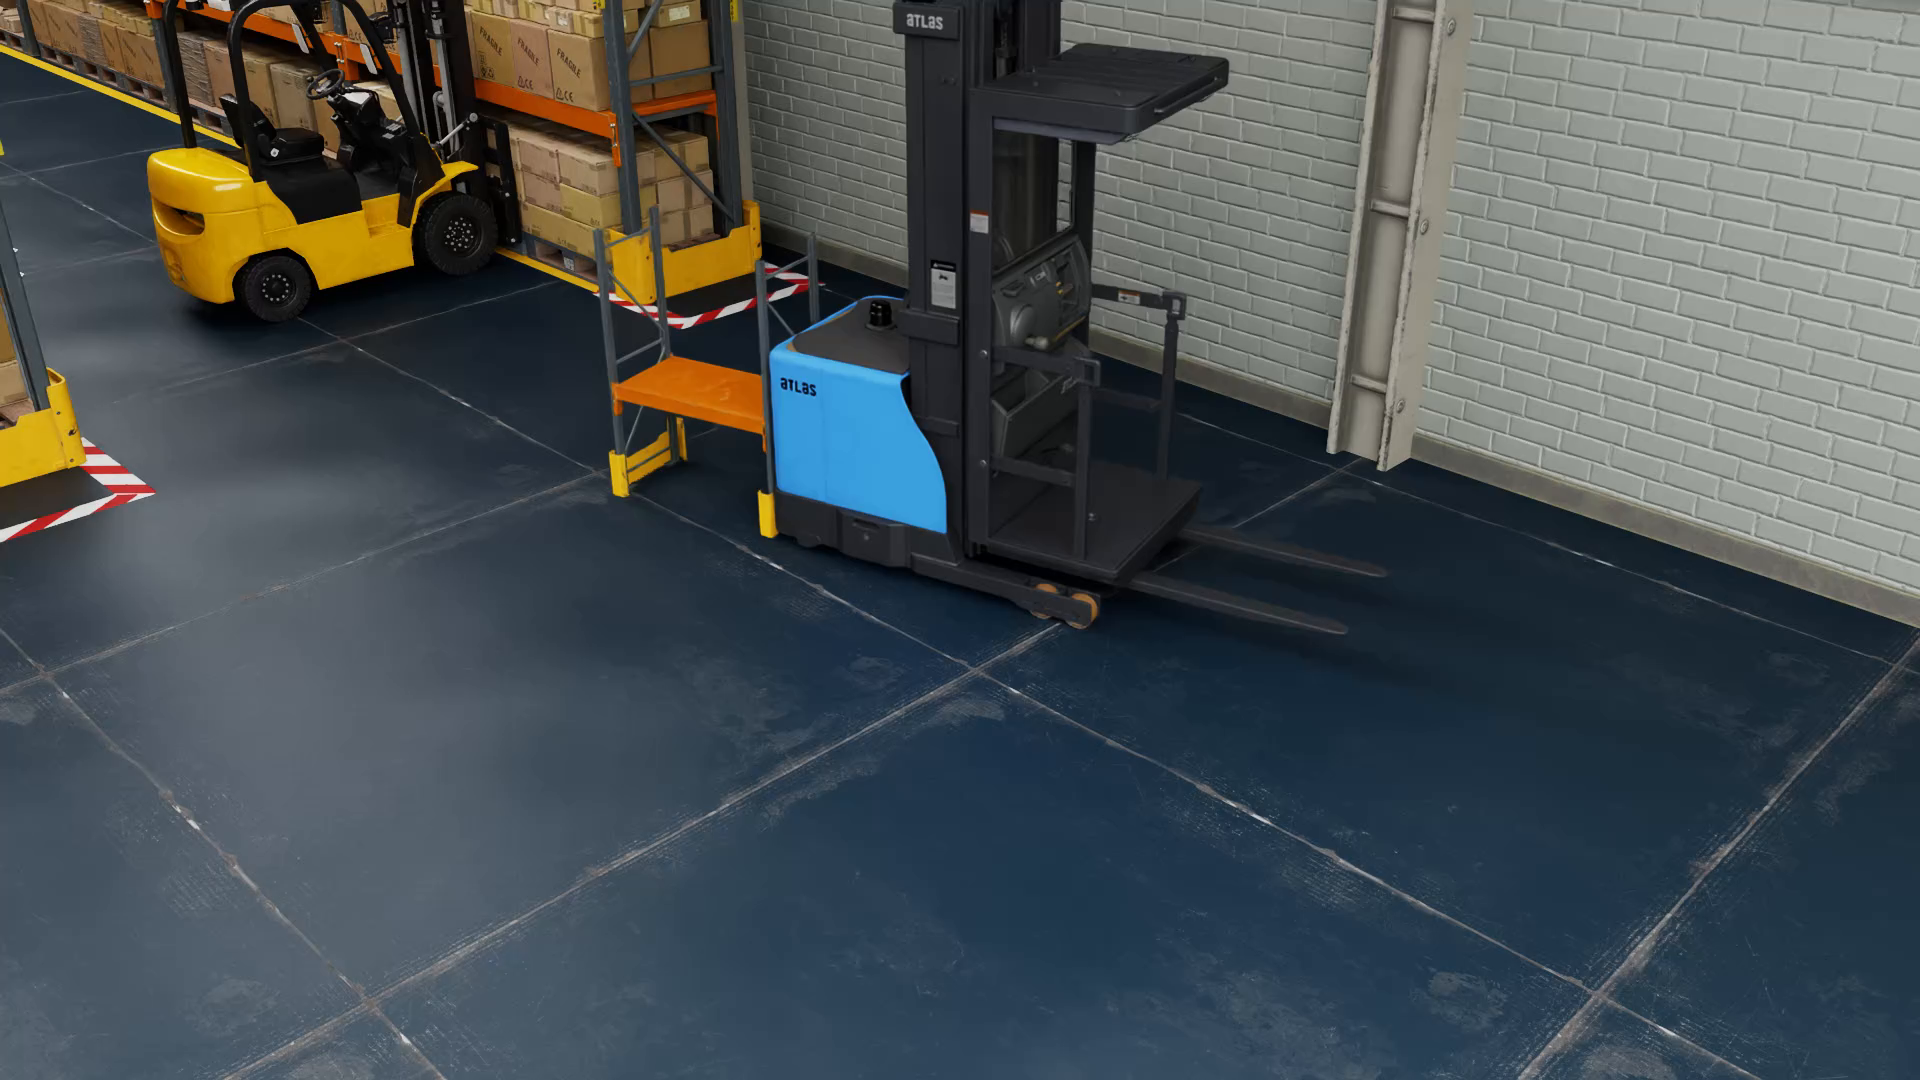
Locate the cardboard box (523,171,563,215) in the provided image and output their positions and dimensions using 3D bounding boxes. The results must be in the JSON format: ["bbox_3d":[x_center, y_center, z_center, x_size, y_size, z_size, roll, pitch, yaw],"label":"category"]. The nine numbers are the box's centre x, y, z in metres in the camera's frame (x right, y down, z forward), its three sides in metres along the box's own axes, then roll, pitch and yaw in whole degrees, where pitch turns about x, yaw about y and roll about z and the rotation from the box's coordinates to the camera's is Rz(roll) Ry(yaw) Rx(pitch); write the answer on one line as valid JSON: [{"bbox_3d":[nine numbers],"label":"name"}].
[{"bbox_3d":[-2.941,-2.677,12.584,0.500,0.250,0.500,24,36,38],"label":"cardboard box"}]

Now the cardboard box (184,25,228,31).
[{"bbox_3d":[-7.833,-5.185,17.622,0.500,0.500,0.500,-24,36,-37],"label":"cardboard box"}]

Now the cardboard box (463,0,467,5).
[{"bbox_3d":[-3.746,-4.198,12.707,0.250,0.149,0.380,24,36,37],"label":"cardboard box"}]

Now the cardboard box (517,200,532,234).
[{"bbox_3d":[-3.280,-2.613,13.000,0.500,0.250,0.500,-25,37,-39],"label":"cardboard box"}]

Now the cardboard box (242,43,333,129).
[{"bbox_3d":[-6.343,-4.371,15.941,0.625,0.625,0.875,23,35,36],"label":"cardboard box"}]

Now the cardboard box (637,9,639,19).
[{"bbox_3d":[-2.306,-3.852,12.048,0.250,0.149,0.380,25,36,38],"label":"cardboard box"}]

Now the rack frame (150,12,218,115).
[{"bbox_3d":[-7.729,-5.875,16.699,0.127,3.000,1.000,25,36,38],"label":"rack frame"}]

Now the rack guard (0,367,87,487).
[{"bbox_3d":[-5.556,-0.534,9.229,0.348,0.500,1.175,25,36,38],"label":"rack guard"}]

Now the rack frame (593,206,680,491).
[{"bbox_3d":[-1.756,-1.028,9.093,0.032,1.500,0.500,15,31,26],"label":"rack frame"}]

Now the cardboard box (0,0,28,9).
[{"bbox_3d":[-11.742,-6.703,20.509,0.500,0.500,0.700,23,35,37],"label":"cardboard box"}]

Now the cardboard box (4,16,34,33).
[{"bbox_3d":[-11.185,-6.188,19.908,0.250,0.149,0.380,23,36,37],"label":"cardboard box"}]

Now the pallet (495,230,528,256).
[{"bbox_3d":[-3.465,-2.664,13.589,1.213,0.211,1.003,25,36,38],"label":"pallet"}]

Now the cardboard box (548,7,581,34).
[{"bbox_3d":[-2.672,-3.689,11.739,0.380,0.149,0.250,-25,36,-38],"label":"cardboard box"}]

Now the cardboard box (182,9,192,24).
[{"bbox_3d":[-8.053,-5.610,17.735,0.380,0.149,0.250,-24,36,-38],"label":"cardboard box"}]

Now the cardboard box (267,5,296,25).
[{"bbox_3d":[-5.782,-4.743,14.708,0.500,0.250,0.500,24,36,38],"label":"cardboard box"}]

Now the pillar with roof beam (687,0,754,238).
[{"bbox_3d":[-4.908,-5.017,8.623,0.400,9.000,9.100,25,36,38],"label":"pillar with roof beam"}]

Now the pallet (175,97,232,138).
[{"bbox_3d":[-7.170,-4.359,16.813,1.213,0.211,1.003,25,36,38],"label":"pallet"}]

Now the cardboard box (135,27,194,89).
[{"bbox_3d":[-8.182,-5.021,17.310,0.500,0.500,0.500,-24,36,-38],"label":"cardboard box"}]

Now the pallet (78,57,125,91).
[{"bbox_3d":[-9.101,-5.295,18.593,1.213,0.211,1.003,25,36,38],"label":"pallet"}]

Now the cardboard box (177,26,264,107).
[{"bbox_3d":[-7.294,-4.801,16.759,0.875,0.625,0.625,-24,36,-38],"label":"cardboard box"}]

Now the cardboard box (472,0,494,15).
[{"bbox_3d":[-3.400,-4.026,12.380,0.250,0.149,0.380,25,37,39],"label":"cardboard box"}]

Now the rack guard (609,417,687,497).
[{"bbox_3d":[-1.755,-0.474,9.383,0.087,0.250,0.587,15,31,26],"label":"rack guard"}]

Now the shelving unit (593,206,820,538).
[{"bbox_3d":[-1.321,-0.914,8.878,1.083,1.500,0.587,15,31,26],"label":"shelving unit"}]

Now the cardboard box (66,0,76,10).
[{"bbox_3d":[-9.713,-6.018,18.509,0.250,0.149,0.380,24,36,38],"label":"cardboard box"}]

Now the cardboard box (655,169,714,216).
[{"bbox_3d":[-2.215,-2.677,12.584,0.500,0.250,0.500,-25,36,-38],"label":"cardboard box"}]

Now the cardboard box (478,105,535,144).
[{"bbox_3d":[-3.663,-3.216,13.073,0.500,0.250,0.500,24,36,37],"label":"cardboard box"}]

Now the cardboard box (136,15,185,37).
[{"bbox_3d":[-8.259,-5.318,17.179,0.250,0.149,0.380,23,35,36],"label":"cardboard box"}]

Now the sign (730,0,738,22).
[{"bbox_3d":[-1.631,-3.865,11.862,0.005,0.325,0.100,25,36,38],"label":"sign"}]

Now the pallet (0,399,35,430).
[{"bbox_3d":[-6.111,-0.683,9.823,1.213,0.211,1.003,25,36,38],"label":"pallet"}]

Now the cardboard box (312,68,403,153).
[{"bbox_3d":[-5.257,-3.871,14.989,0.875,0.625,0.625,-23,36,-37],"label":"cardboard box"}]

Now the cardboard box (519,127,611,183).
[{"bbox_3d":[-2.940,-2.887,12.447,0.500,0.250,0.500,-25,36,-38],"label":"cardboard box"}]

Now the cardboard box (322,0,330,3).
[{"bbox_3d":[-5.407,-4.800,14.279,0.500,0.250,0.500,24,36,37],"label":"cardboard box"}]

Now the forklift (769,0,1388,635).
[{"bbox_3d":[0.573,-1.157,7.801,3.031,2.935,1.130,15,31,26],"label":"forklift"}]

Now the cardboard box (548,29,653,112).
[{"bbox_3d":[-2.560,-3.382,11.852,0.500,0.500,0.500,24,36,37],"label":"cardboard box"}]

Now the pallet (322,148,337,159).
[{"bbox_3d":[-5.430,-3.563,15.299,1.213,0.211,1.003,25,36,38],"label":"pallet"}]

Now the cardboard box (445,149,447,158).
[{"bbox_3d":[-4.038,-3.168,13.518,0.500,0.250,0.500,24,36,38],"label":"cardboard box"}]

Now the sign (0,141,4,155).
[{"bbox_3d":[-5.122,-2.179,8.741,0.005,0.325,0.100,25,36,38],"label":"sign"}]

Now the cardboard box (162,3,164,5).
[{"bbox_3d":[-8.416,-5.785,18.066,0.250,0.149,0.380,23,35,36],"label":"cardboard box"}]

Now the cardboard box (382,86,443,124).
[{"bbox_3d":[-4.395,-3.549,13.705,0.500,0.250,0.500,25,36,38],"label":"cardboard box"}]

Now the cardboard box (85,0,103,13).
[{"bbox_3d":[-9.325,-5.857,18.204,0.250,0.149,0.380,25,37,39],"label":"cardboard box"}]

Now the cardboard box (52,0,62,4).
[{"bbox_3d":[-10.070,-6.196,18.849,0.250,0.149,0.380,22,35,36],"label":"cardboard box"}]

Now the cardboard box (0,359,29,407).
[{"bbox_3d":[-5.884,-0.940,9.817,0.500,0.250,0.500,24,36,38],"label":"cardboard box"}]

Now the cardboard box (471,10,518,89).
[{"bbox_3d":[-3.289,-3.722,12.497,0.500,0.500,0.500,24,36,37],"label":"cardboard box"}]

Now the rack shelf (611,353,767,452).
[{"bbox_3d":[-1.313,-0.753,8.957,1.000,0.185,0.538,15,31,26],"label":"rack shelf"}]

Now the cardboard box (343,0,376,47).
[{"bbox_3d":[-4.744,-4.382,13.754,0.500,0.500,0.500,23,36,37],"label":"cardboard box"}]

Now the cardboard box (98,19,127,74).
[{"bbox_3d":[-8.906,-5.357,17.950,0.500,0.500,0.500,-23,36,-37],"label":"cardboard box"}]

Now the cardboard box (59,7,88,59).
[{"bbox_3d":[-9.655,-5.692,18.587,0.500,0.500,0.500,23,36,37],"label":"cardboard box"}]

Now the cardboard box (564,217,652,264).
[{"bbox_3d":[-2.581,-2.282,12.370,0.500,0.250,0.500,25,37,39],"label":"cardboard box"}]

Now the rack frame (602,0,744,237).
[{"bbox_3d":[-2.025,-3.264,11.735,0.127,3.000,1.000,25,36,38],"label":"rack frame"}]

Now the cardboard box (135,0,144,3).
[{"bbox_3d":[-8.842,-5.919,18.322,0.250,0.149,0.380,25,37,39],"label":"cardboard box"}]

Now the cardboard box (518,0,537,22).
[{"bbox_3d":[-2.982,-3.879,12.100,0.250,0.149,0.380,24,36,38],"label":"cardboard box"}]

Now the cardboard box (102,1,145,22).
[{"bbox_3d":[-8.967,-5.680,17.867,0.250,0.149,0.380,24,36,38],"label":"cardboard box"}]

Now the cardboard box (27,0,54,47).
[{"bbox_3d":[-10.395,-6.027,19.223,0.500,0.500,0.500,-23,36,-37],"label":"cardboard box"}]

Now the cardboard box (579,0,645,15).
[{"bbox_3d":[-2.428,-3.774,11.581,0.250,0.149,0.380,25,36,38],"label":"cardboard box"}]

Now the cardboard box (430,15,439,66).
[{"bbox_3d":[-3.999,-4.053,13.128,0.500,0.500,0.500,24,36,38],"label":"cardboard box"}]

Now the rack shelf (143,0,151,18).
[{"bbox_3d":[-9.156,-6.209,18.108,4.000,0.370,1.077,25,36,38],"label":"rack shelf"}]

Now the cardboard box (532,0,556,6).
[{"bbox_3d":[-2.831,-3.921,11.860,0.380,0.149,0.250,-24,36,-38],"label":"cardboard box"}]

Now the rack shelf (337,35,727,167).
[{"bbox_3d":[-3.451,-3.599,13.144,4.000,0.370,1.077,25,36,38],"label":"rack shelf"}]

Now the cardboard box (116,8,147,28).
[{"bbox_3d":[-8.632,-5.498,17.520,0.250,0.149,0.380,23,36,37],"label":"cardboard box"}]

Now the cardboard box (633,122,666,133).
[{"bbox_3d":[-2.594,-3.057,12.770,0.500,0.250,0.500,25,36,38],"label":"cardboard box"}]
